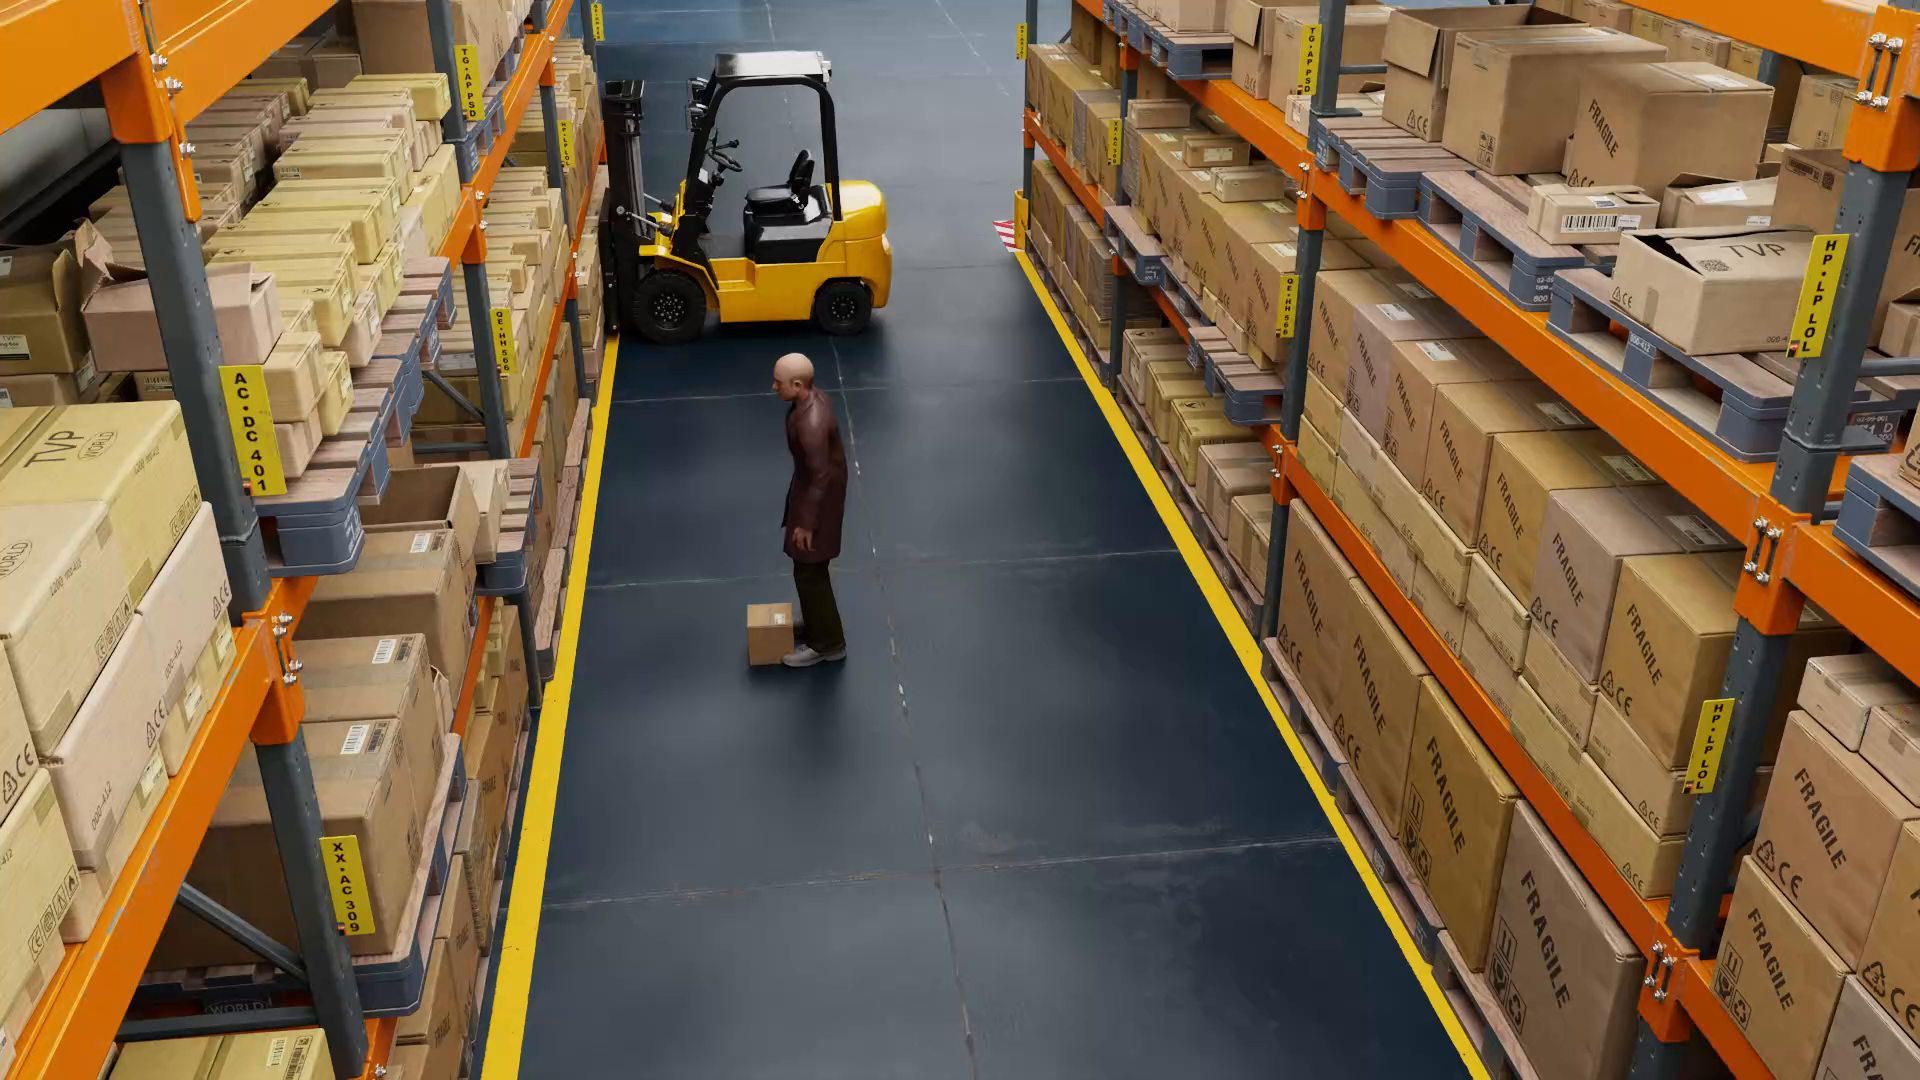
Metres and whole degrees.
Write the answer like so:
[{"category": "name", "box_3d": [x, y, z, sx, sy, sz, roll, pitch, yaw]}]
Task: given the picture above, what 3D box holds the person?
[{"category": "person", "box_3d": [-0.814, -0.176, 8.982, 0.423, 1.774, 0.643, -3, 27, -7]}]
